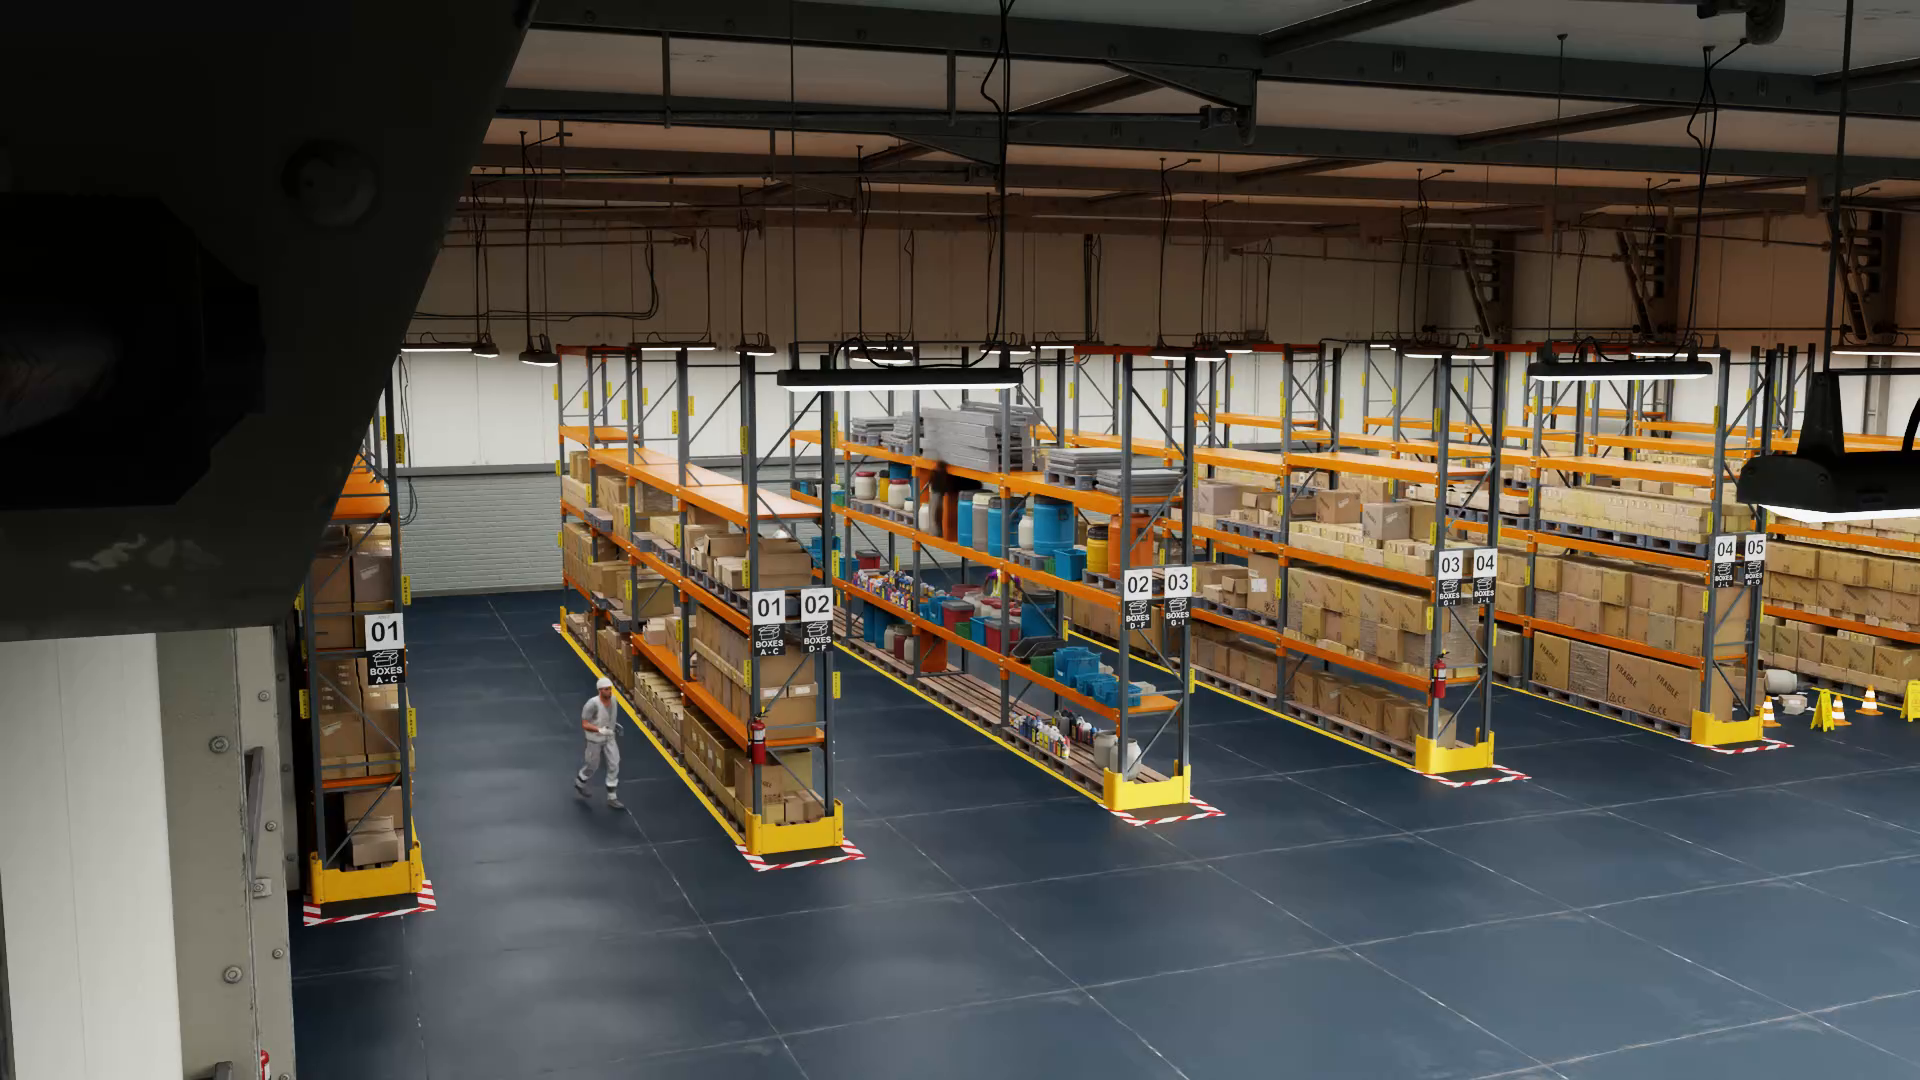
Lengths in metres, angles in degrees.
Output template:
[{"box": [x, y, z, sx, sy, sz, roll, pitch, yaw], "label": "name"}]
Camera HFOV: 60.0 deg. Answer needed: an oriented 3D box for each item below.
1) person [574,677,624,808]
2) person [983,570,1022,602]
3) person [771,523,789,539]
[{"box": [-4.815, 2.655, 22.146, 0.679, 1.754, 0.959, -7, 10, -44], "label": "person"}, {"box": [0.864, 1.196, 34.135, 0.733, 1.588, 1.095, -2, 7, -14], "label": "person"}, {"box": [-4.315, 0.442, 39.693, 0.992, 1.793, 0.744, -1, 7, -11], "label": "person"}]
